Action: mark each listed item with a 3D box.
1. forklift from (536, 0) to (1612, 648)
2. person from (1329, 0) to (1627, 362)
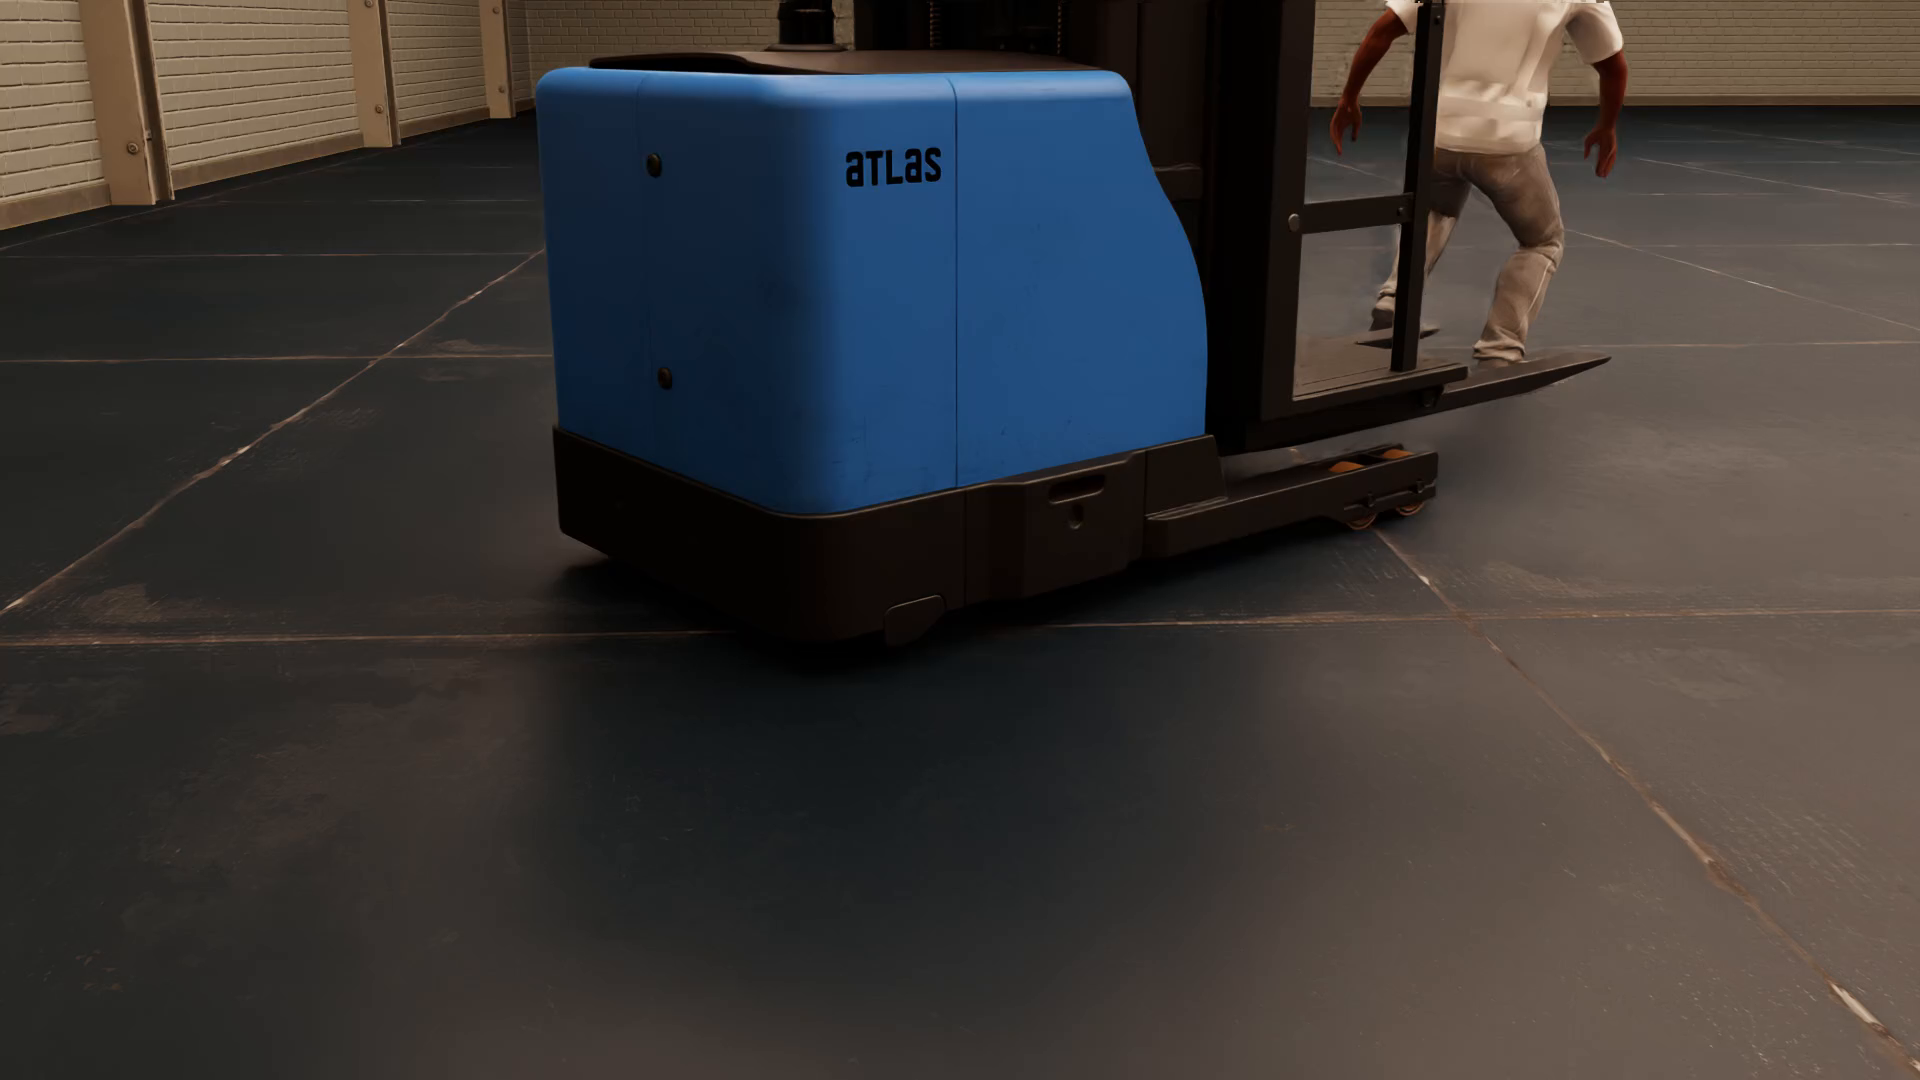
[{"bbox_3d":[0.557,-1.530,3.910,3.031,2.935,1.130,-13,22,-37],"label":"forklift"},{"bbox_3d":[1.752,-1.413,5.585,0.858,1.583,0.621,11,20,32],"label":"person"}]
